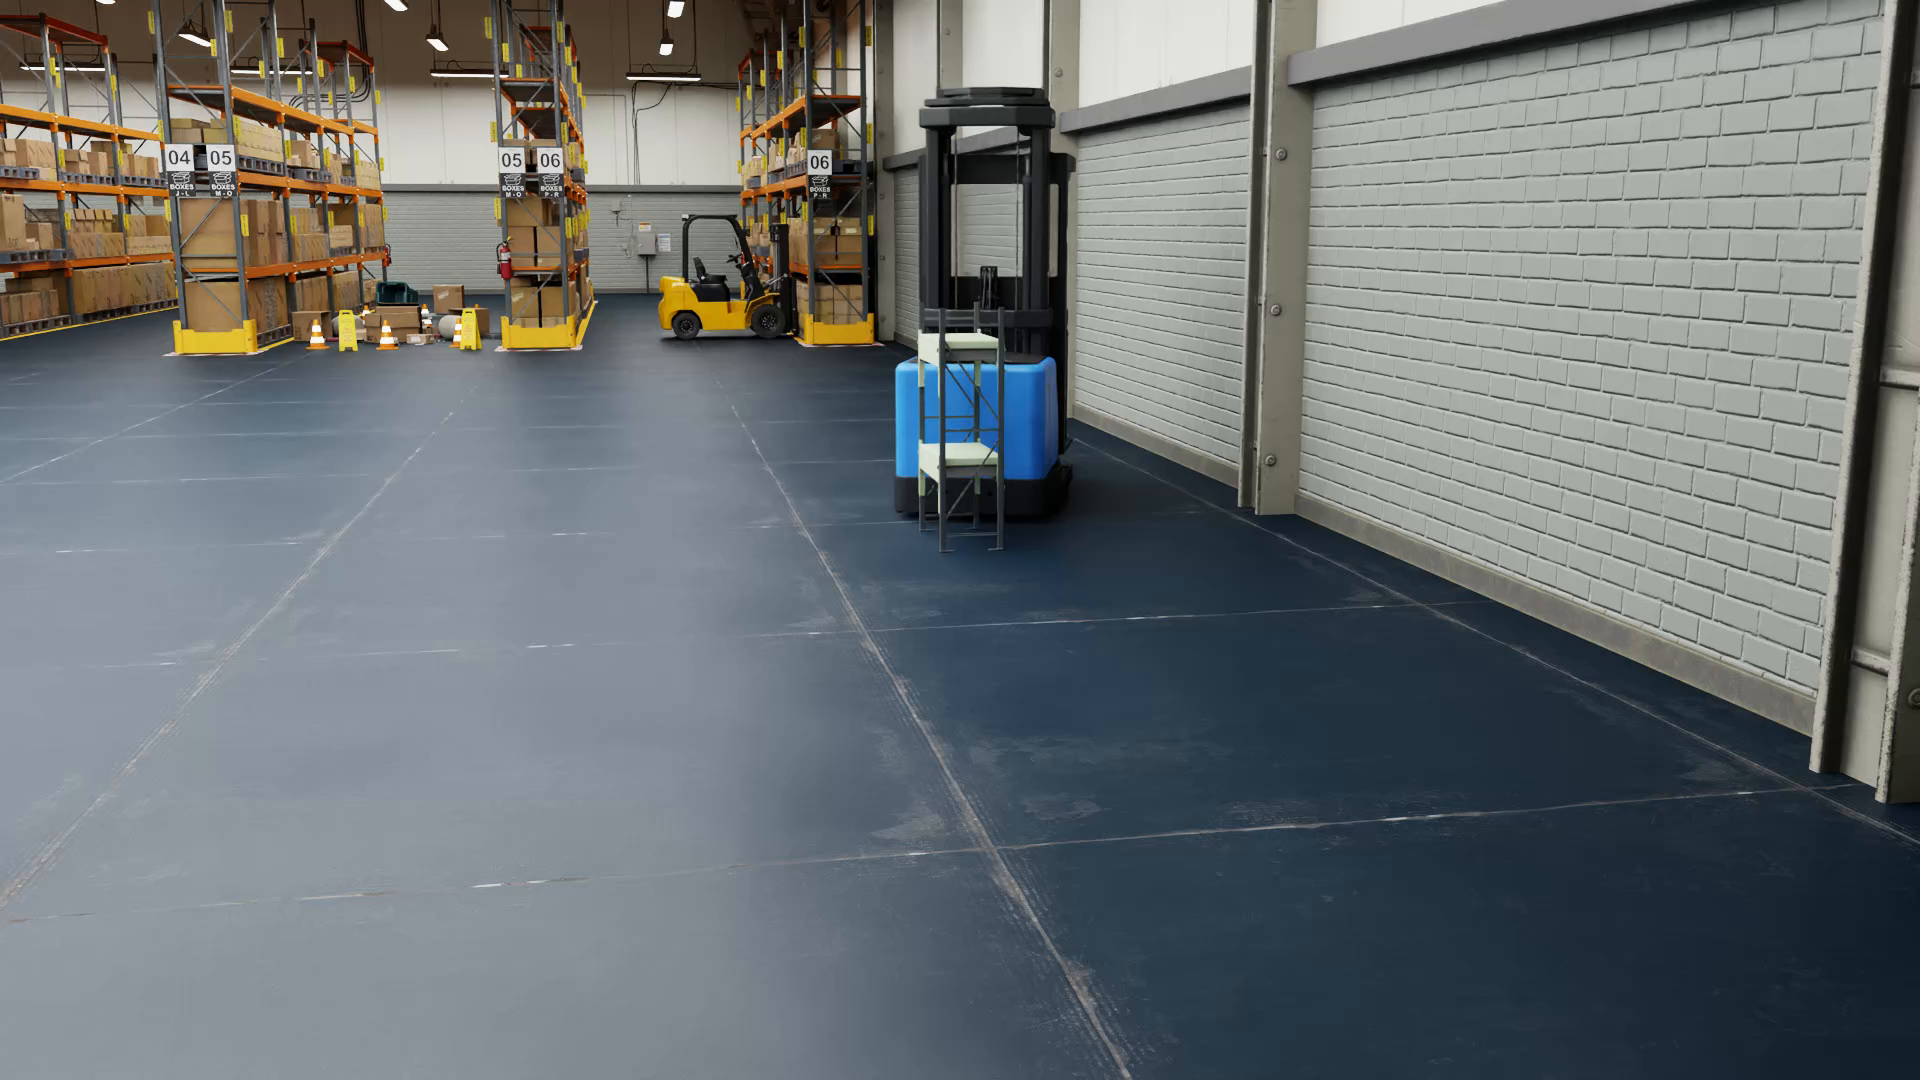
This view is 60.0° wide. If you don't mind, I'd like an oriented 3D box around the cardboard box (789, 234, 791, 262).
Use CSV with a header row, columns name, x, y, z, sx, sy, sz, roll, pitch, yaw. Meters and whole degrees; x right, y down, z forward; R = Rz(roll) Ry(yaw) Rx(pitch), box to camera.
name,x,y,z,sx,sy,sz,roll,pitch,yaw
cardboard box,-3.006,-5.523,31.423,0.500,0.500,0.500,-2,11,-13

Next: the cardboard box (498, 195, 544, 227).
name,x,y,z,sx,sy,sz,roll,pitch,yaw
cardboard box,-7.240,-5.422,27.423,0.700,0.500,0.500,-2,11,-12

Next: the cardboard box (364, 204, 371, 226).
name,x,y,z,sx,sy,sz,roll,pitch,yaw
cardboard box,-14.128,-7.618,38.962,0.500,0.500,0.500,-2,11,-10

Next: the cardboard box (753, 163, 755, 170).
name,x,y,z,sx,sy,sz,roll,pitch,yaw
cardboard box,-4.559,-8.572,38.175,0.380,0.149,0.250,-2,11,-12

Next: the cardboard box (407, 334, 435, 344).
name,x,y,z,sx,sy,sz,roll,pitch,yaw
cardboard box,-9.163,-3.416,28.246,0.380,0.149,0.250,4,11,18

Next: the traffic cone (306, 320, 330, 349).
name,x,y,z,sx,sy,sz,roll,pitch,yaw
traffic cone,-10.473,-3.354,27.081,0.336,0.463,0.334,-2,11,-11

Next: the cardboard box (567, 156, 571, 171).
name,x,y,z,sx,sy,sz,roll,pitch,yaw
cardboard box,-7.354,-6.858,30.288,0.500,0.250,0.500,-2,11,-12

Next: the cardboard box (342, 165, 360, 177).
name,x,y,z,sx,sy,sz,roll,pitch,yaw
cardboard box,-13.954,-8.395,37.820,0.500,0.250,0.500,-2,11,-9

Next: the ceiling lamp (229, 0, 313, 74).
name,x,y,z,sx,sy,sz,roll,pitch,yaw
ceiling lamp,-17.794,-13.623,42.592,2.000,3.185,0.800,-2,11,-11

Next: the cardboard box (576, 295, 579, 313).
name,x,y,z,sx,sy,sz,roll,pitch,yaw
cardboard box,-8.089,-4.654,33.031,0.950,0.372,0.625,-2,11,-9

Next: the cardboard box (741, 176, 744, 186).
name,x,y,z,sx,sy,sz,roll,pitch,yaw
cardboard box,-5.352,-9.220,42.699,0.500,0.250,0.500,-2,11,-12

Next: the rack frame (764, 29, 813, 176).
name,x,y,z,sx,sy,sz,roll,pitch,yaw
rack frame,-3.614,-9.245,35.203,1.000,3.000,0.127,-2,11,-11

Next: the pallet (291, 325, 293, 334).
name,x,y,z,sx,sy,sz,roll,pitch,yaw
pallet,-12.764,-3.954,30.905,1.003,0.211,1.213,-2,11,-11

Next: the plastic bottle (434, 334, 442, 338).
name,x,y,z,sx,sy,sz,roll,pitch,yaw
plastic bottle,-9.293,-3.635,29.631,0.133,0.061,0.283,0,11,-1

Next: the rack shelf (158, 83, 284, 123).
name,x,y,z,sx,sy,sz,roll,pitch,yaw
rack shelf,-12.151,-7.215,27.531,1.077,0.370,4.000,-2,11,-11

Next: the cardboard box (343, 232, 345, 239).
name,x,y,z,sx,sy,sz,roll,pitch,yaw
cardboard box,-13.620,-6.624,36.227,0.380,0.149,0.250,-3,11,-14

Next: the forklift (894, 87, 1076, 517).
name,x,y,z,sx,sy,sz,roll,pitch,yaw
forklift,0.278,-1.828,12.461,1.130,2.935,3.031,2,11,8

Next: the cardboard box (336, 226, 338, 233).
name,x,y,z,sx,sy,sz,roll,pitch,yaw
cardboard box,-13.475,-6.626,35.446,0.380,0.149,0.250,-2,11,-9

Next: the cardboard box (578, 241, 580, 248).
name,x,y,z,sx,sy,sz,roll,pitch,yaw
cardboard box,-7.863,-5.961,33.540,0.380,0.149,0.250,-2,11,-10

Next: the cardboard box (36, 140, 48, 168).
name,x,y,z,sx,sy,sz,roll,pitch,yaw
cardboard box,-17.755,-7.353,31.678,0.500,0.500,0.500,-2,11,-11

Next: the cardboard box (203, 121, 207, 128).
name,x,y,z,sx,sy,sz,roll,pitch,yaw
cardboard box,-12.309,-6.638,26.677,0.380,0.149,0.250,-2,11,-10

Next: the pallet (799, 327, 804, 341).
name,x,y,z,sx,sy,sz,roll,pitch,yaw
pallet,-2.248,-3.600,29.045,1.003,0.211,1.213,-2,11,-11

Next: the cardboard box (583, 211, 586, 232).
name,x,y,z,sx,sy,sz,roll,pitch,yaw
cardboard box,-9.296,-7.674,40.053,0.500,0.500,0.500,-2,11,-10

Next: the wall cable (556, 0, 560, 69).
name,x,y,z,sx,sy,sz,roll,pitch,yaw
wall cable,-12.448,-14.768,46.568,2.355,3.000,0.029,-2,11,-11

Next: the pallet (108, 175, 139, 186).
name,x,y,z,sx,sy,sz,roll,pitch,yaw
pallet,-19.130,-8.071,37.292,1.003,0.211,1.213,-2,11,-11

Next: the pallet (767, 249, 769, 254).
name,x,y,z,sx,sy,sz,roll,pitch,yaw
pallet,-3.997,-6.560,37.655,1.003,0.211,1.213,-2,11,-11

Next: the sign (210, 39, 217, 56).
name,x,y,z,sx,sy,sz,roll,pitch,yaw
sign,-13.070,-8.608,29.144,0.100,0.325,0.005,-2,11,-11

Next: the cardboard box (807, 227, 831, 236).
name,x,y,z,sx,sy,sz,roll,pitch,yaw
cardboard box,-2.400,-5.252,28.266,0.380,0.149,0.250,-2,11,-10

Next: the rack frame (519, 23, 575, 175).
name,x,y,z,sx,sy,sz,roll,pitch,yaw
rack frame,-8.482,-9.064,34.251,1.000,3.000,0.127,-2,11,-11

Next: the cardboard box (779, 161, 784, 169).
name,x,y,z,sx,sy,sz,roll,pitch,yaw
cardboard box,-3.348,-7.361,32.606,0.380,0.149,0.250,-2,11,-11

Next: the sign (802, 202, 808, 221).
name,x,y,z,sx,sy,sz,roll,pitch,yaw
sign,-2.593,-5.499,27.835,0.100,0.325,0.005,-2,11,-11

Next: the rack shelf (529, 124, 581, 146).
name,x,y,z,sx,sy,sz,roll,pitch,yaw
rack shelf,-8.871,-8.881,36.283,1.077,0.370,4.000,-2,11,-11

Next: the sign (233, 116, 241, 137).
name,x,y,z,sx,sy,sz,roll,pitch,yaw
sign,-11.217,-6.412,25.791,0.100,0.325,0.005,-2,11,-11

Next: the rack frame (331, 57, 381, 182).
name,x,y,z,sx,sy,sz,roll,pitch,yaw
rack frame,-14.874,-10.333,40.917,1.000,3.000,0.127,-2,11,-11

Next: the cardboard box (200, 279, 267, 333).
name,x,y,z,sx,sy,sz,roll,pitch,yaw
cardboard box,-12.132,-3.897,27.708,0.875,0.875,0.875,-2,11,-12

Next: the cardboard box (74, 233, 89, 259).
name,x,y,z,sx,sy,sz,roll,pitch,yaw
cardboard box,-18.133,-5.999,33.926,0.500,0.500,0.500,-2,11,-13

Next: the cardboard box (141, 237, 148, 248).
name,x,y,z,sx,sy,sz,roll,pitch,yaw
cardboard box,-19.014,-6.845,38.241,0.500,0.250,0.500,-2,11,-10

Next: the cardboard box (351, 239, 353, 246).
name,x,y,z,sx,sy,sz,roll,pitch,yaw
cardboard box,-13.825,-6.669,37.263,0.380,0.149,0.250,-2,11,-12

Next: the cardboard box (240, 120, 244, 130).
name,x,y,z,sx,sy,sz,roll,pitch,yaw
cardboard box,-11.563,-6.567,26.304,0.380,0.149,0.250,-2,11,-11

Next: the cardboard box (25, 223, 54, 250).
name,x,y,z,sx,sy,sz,roll,pitch,yaw
cardboard box,-17.852,-5.816,31.839,0.700,0.500,0.500,0,11,-3

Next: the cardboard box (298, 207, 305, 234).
name,x,y,z,sx,sy,sz,roll,pitch,yaw
cardboard box,-12.939,-6.096,31.758,0.700,0.500,0.500,-2,11,-12

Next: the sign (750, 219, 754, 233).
name,x,y,z,sx,sy,sz,roll,pitch,yaw
sign,-4.923,-7.436,39.427,0.100,0.325,0.005,-2,11,-11

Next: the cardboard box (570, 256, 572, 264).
name,x,y,z,sx,sy,sz,roll,pitch,yaw
cardboard box,-7.036,-4.932,29.258,0.380,0.149,0.250,-2,11,-11

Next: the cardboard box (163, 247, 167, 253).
name,x,y,z,sx,sy,sz,roll,pitch,yaw
cardboard box,-19.267,-6.953,39.878,0.380,0.149,0.250,-2,11,-11

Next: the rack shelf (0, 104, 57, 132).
name,x,y,z,sx,sy,sz,roll,pitch,yaw
rack shelf,-17.814,-7.787,30.535,1.077,0.370,4.000,-2,11,-11

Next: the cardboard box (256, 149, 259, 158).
name,x,y,z,sx,sy,sz,roll,pitch,yaw
cardboard box,-11.760,-6.363,27.362,0.380,0.149,0.250,-2,11,-11

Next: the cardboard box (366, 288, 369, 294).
name,x,y,z,sx,sy,sz,roll,pitch,yaw
cardboard box,-14.153,-5.870,39.218,0.380,0.149,0.250,-2,11,-8

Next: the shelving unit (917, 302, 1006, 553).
name,x,y,z,sx,sy,sz,roll,pitch,yaw
shelving unit,0.001,-0.736,10.550,0.431,1.500,0.755,-2,11,-11

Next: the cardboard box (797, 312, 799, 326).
name,x,y,z,sx,sy,sz,roll,pitch,yaw
cardboard box,-2.635,-3.945,29.631,0.500,0.250,0.500,-2,11,-10

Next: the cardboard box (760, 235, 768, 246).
name,x,y,z,sx,sy,sz,roll,pitch,yaw
cardboard box,-4.137,-6.613,36.694,0.500,0.250,0.500,-3,11,-14
